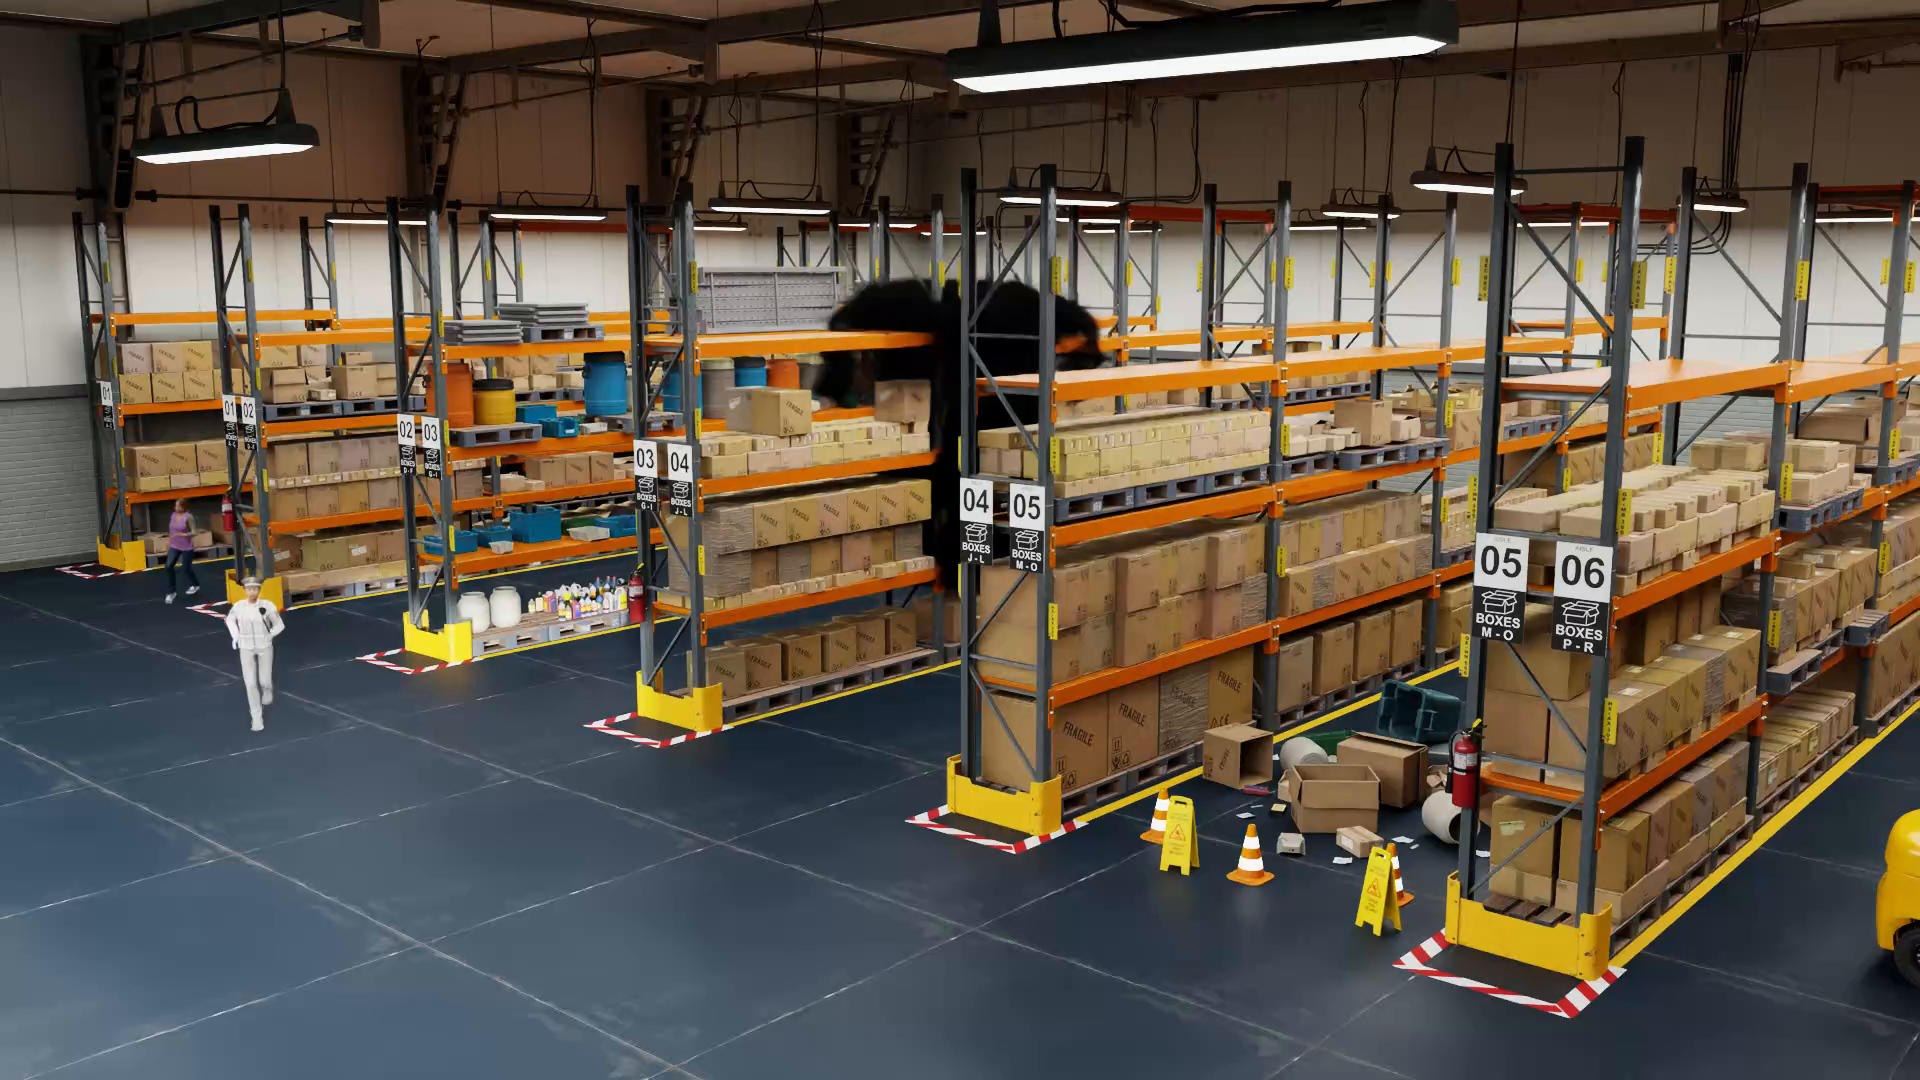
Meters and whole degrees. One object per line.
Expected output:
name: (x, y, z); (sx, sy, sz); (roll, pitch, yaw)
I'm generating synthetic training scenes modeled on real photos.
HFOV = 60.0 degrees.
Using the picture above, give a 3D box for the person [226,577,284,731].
person: (-7.966, 1.238, 18.809); (0.608, 1.701, 0.857); (-3, 10, -18)

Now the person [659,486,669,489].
person: (-5.866, -1.259, 33.669); (0.671, 1.772, 0.798); (6, 11, 33)

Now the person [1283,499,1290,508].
person: (4.858, 0.103, 25.273); (0.568, 1.520, 0.754); (7, 12, 35)

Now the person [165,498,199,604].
person: (-11.971, 0.168, 25.663); (0.541, 1.615, 0.724); (1, 10, 6)

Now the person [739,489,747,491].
person: (-3.939, -0.795, 28.943); (0.668, 1.786, 0.847); (6, 11, 32)
